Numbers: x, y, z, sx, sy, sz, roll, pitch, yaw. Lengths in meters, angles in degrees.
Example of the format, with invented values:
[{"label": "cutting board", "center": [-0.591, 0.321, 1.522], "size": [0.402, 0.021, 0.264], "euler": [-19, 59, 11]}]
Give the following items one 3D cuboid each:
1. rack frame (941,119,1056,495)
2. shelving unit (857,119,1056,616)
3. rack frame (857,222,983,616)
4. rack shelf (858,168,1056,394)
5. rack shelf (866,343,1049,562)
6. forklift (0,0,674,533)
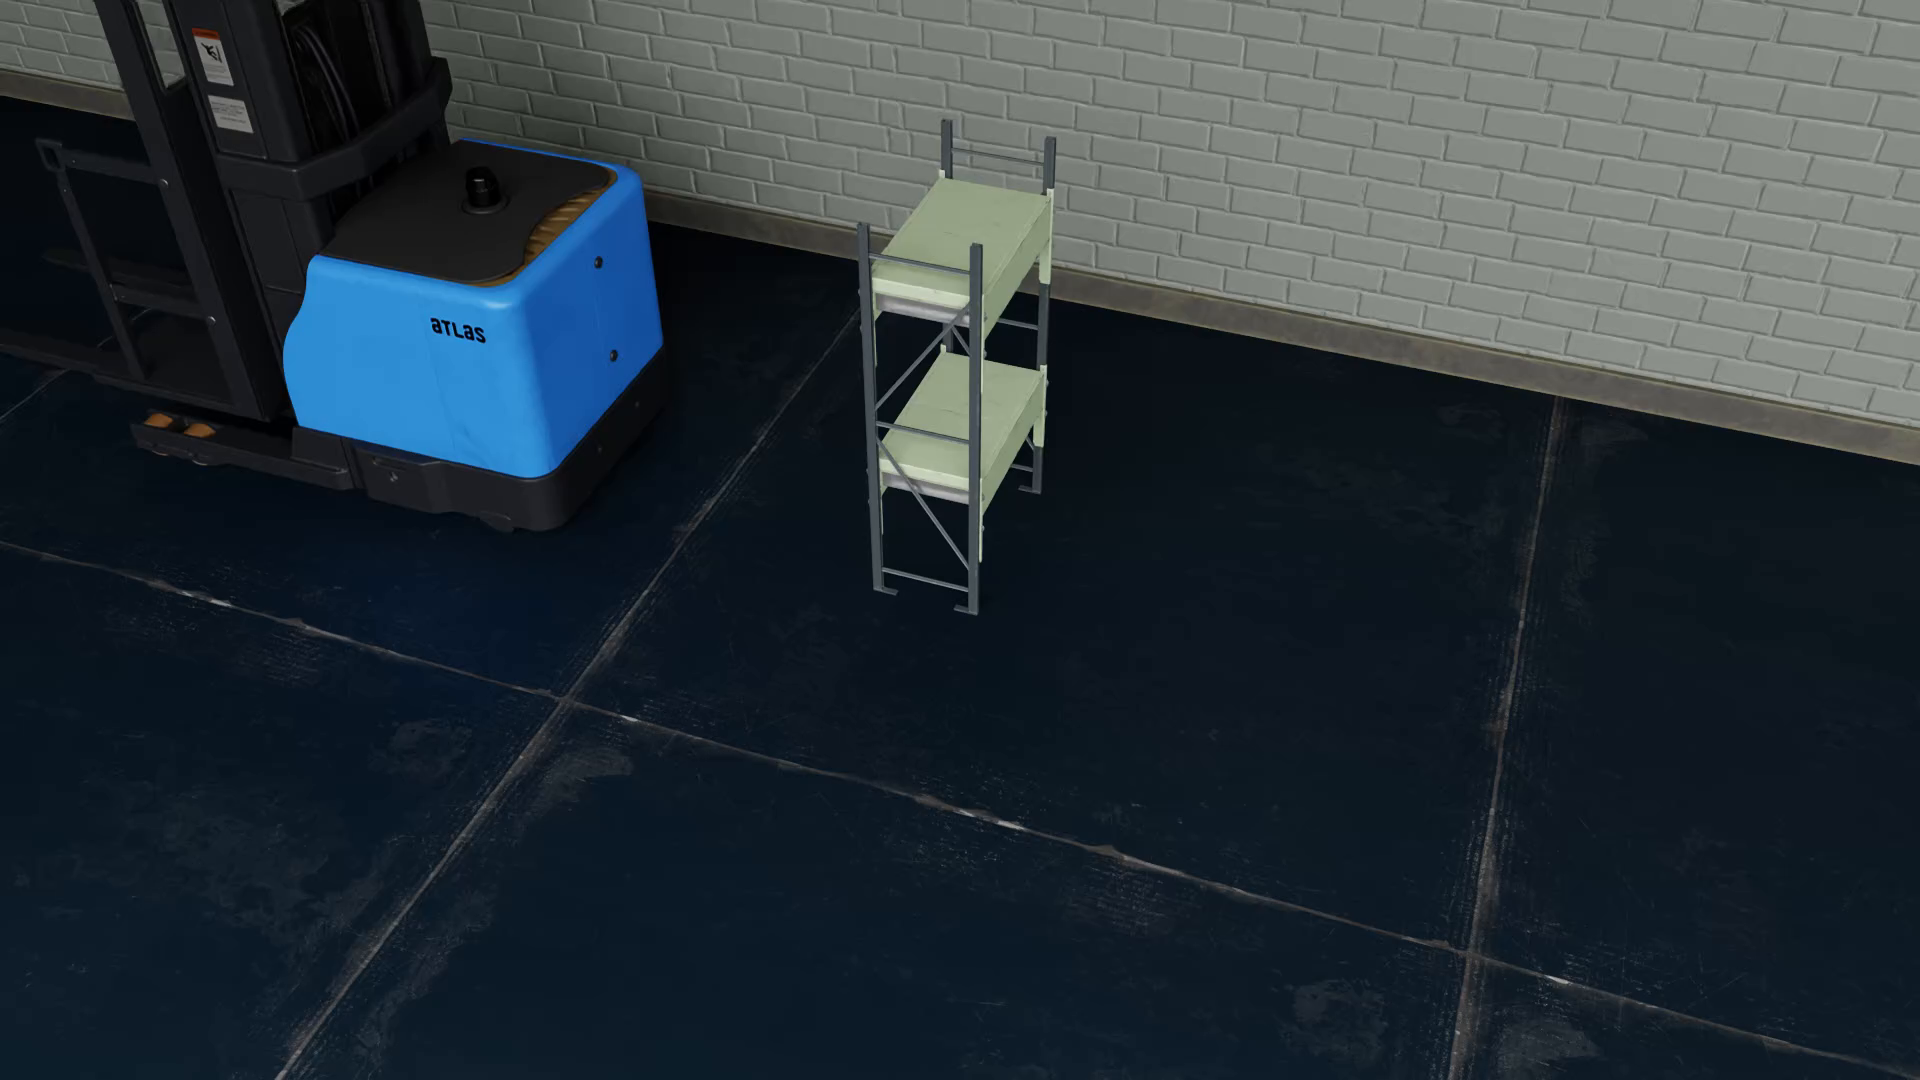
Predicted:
[{"label": "rack frame", "center": [0.127, -0.798, 6.030], "size": [0.400, 1.500, 0.023], "euler": [13, 42, 15]}, {"label": "shelving unit", "center": [0.002, -0.575, 5.768], "size": [0.431, 1.500, 0.755], "euler": [13, 42, 15]}, {"label": "rack frame", "center": [-0.123, -0.351, 5.506], "size": [0.400, 1.500, 0.023], "euler": [13, 42, 15]}, {"label": "rack shelf", "center": [0.002, -0.872, 5.515], "size": [0.431, 0.370, 0.720], "euler": [13, 42, 15]}, {"label": "rack shelf", "center": [0.002, -0.327, 5.980], "size": [0.431, 0.370, 0.720], "euler": [13, 42, 15]}, {"label": "forklift", "center": [-2.753, -1.719, 6.007], "size": [3.031, 2.935, 1.130], "euler": [13, 42, 15]}]
